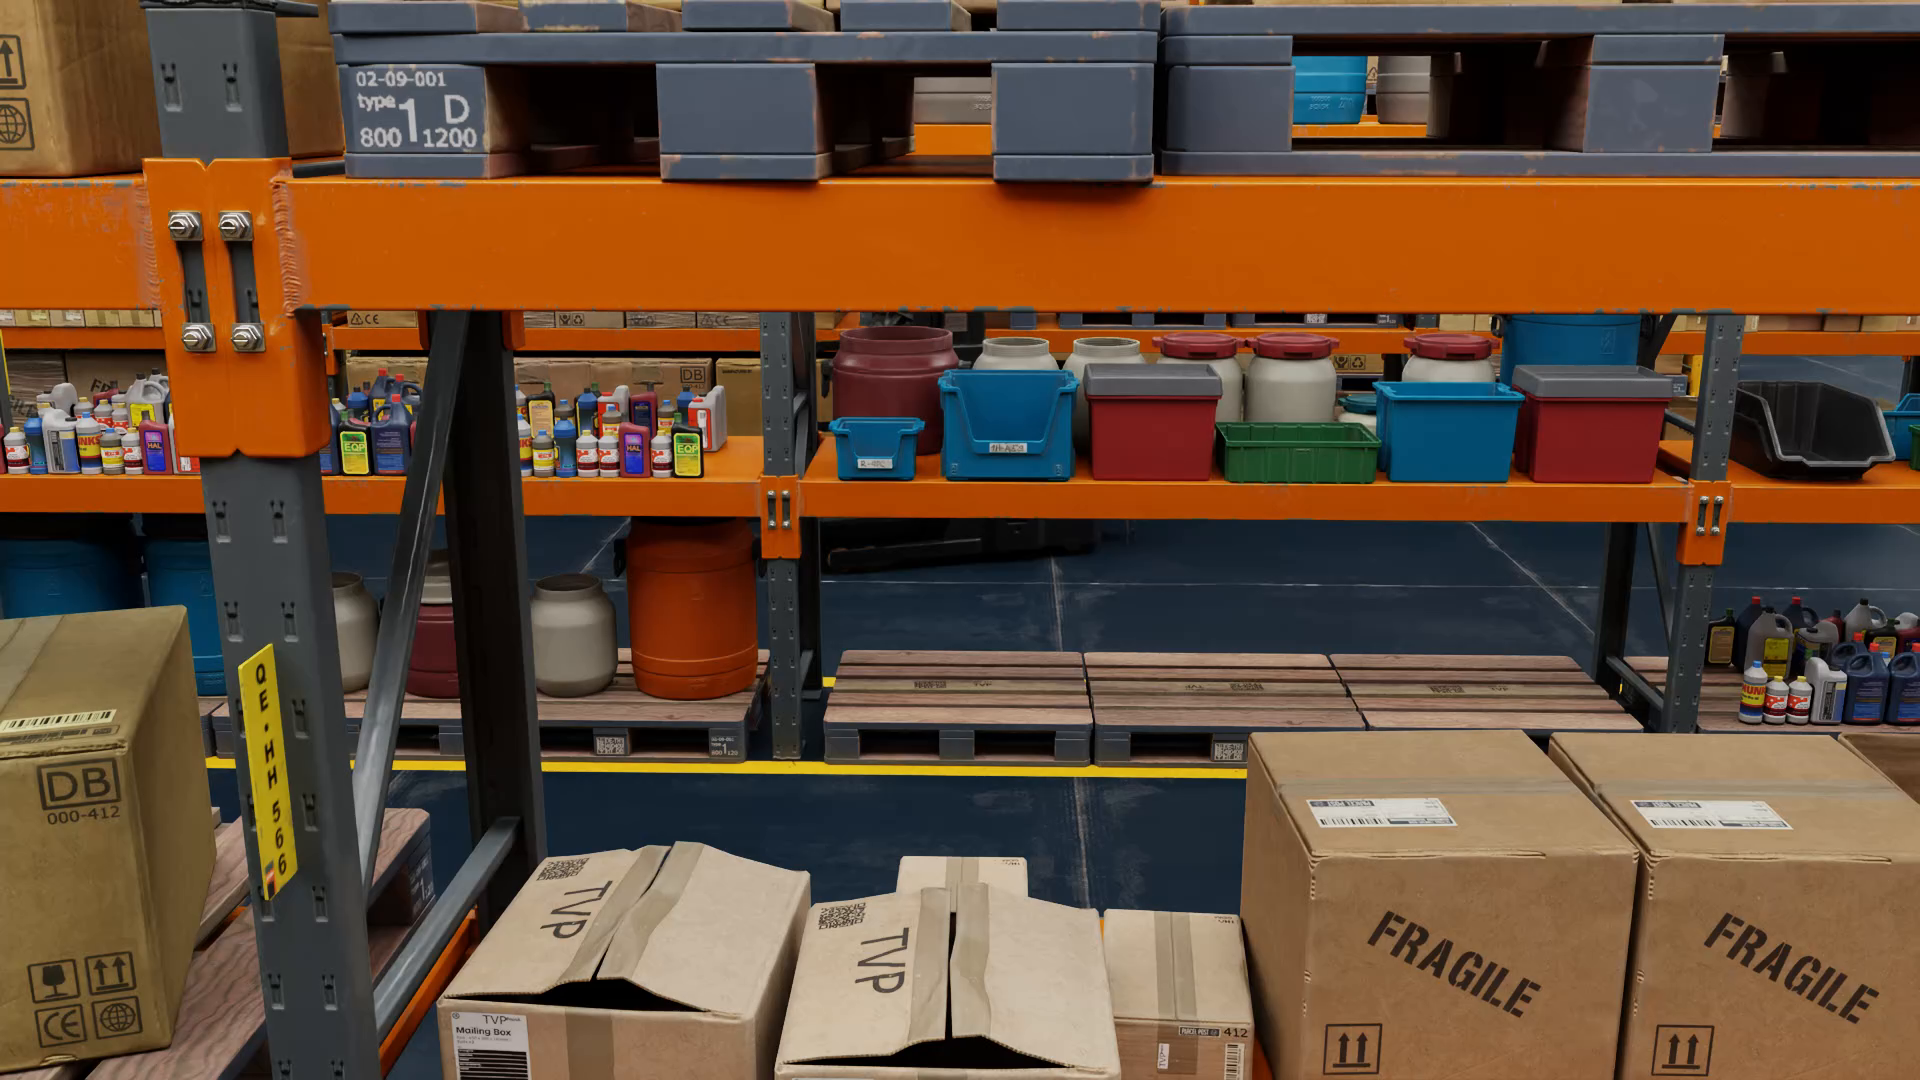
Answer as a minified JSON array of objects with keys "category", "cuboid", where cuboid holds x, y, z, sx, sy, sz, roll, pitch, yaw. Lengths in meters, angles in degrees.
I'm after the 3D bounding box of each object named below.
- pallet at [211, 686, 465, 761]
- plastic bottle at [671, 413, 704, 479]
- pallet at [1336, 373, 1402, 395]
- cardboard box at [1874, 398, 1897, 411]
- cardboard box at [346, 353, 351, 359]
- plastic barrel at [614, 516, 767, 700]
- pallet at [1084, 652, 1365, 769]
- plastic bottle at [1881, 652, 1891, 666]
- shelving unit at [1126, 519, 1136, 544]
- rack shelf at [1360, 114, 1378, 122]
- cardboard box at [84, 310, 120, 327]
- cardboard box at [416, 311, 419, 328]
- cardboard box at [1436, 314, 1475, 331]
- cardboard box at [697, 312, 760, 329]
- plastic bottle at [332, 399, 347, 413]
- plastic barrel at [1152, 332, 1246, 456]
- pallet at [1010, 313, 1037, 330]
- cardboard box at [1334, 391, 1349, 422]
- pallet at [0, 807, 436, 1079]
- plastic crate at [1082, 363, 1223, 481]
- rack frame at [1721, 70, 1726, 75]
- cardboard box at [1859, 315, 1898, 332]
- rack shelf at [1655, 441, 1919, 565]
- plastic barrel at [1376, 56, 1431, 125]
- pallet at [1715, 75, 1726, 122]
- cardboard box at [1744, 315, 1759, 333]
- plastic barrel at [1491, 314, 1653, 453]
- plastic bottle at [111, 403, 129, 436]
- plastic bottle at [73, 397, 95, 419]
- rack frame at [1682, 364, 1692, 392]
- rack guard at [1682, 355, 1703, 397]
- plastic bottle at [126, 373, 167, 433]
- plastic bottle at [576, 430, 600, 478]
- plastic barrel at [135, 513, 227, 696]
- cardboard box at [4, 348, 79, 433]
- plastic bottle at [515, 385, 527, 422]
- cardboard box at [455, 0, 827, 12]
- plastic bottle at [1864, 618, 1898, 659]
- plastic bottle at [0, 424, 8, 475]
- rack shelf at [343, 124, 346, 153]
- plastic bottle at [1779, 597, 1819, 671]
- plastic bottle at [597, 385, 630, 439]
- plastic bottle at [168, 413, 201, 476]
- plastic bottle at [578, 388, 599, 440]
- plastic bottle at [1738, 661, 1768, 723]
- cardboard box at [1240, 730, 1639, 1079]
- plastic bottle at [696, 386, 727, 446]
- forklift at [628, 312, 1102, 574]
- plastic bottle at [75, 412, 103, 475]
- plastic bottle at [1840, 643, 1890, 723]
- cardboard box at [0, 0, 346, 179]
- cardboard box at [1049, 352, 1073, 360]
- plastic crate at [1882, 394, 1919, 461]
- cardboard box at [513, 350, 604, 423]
[{"category":"pallet","cuboid":[-2.779,0.770,8.007,1.213,0.211,1.003,0,15,1]},{"category":"plastic bottle","cuboid":[-1.189,-0.412,7.252,0.133,0.283,0.061,0,15,1]},{"category":"pallet","cuboid":[4.338,-1.703,17.381,1.213,0.211,1.003,0,15,1]},{"category":"cardboard box","cuboid":[6.727,-0.789,12.526,0.500,0.500,0.500,3,15,12]},{"category":"cardboard box","cuboid":[-6.354,-1.887,17.379,0.250,0.149,0.380,0,15,1]},{"category":"plastic barrel","cuboid":[-1.263,0.272,7.858,0.708,0.830,0.600,0,15,1]},{"category":"pallet","cuboid":[1.216,0.797,7.906,1.213,0.211,1.003,0,15,1]},{"category":"plastic bottle","cuboid":[4.170,0.639,7.525,0.097,0.271,0.097,0,15,0]},{"category":"shelving unit","cuboid":[1.050,-0.514,11.228,0.252,1.050,0.215,6,16,22]},{"category":"rack shelf","cuboid":[1.352,-2.928,12.087,4.000,0.370,1.077,0,15,1]},{"category":"cardboard box","cuboid":[-6.244,-1.669,12.280,0.250,0.149,0.380,0,15,1]},{"category":"cardboard box","cuboid":[-3.690,-1.843,12.248,0.500,0.500,0.500,0,15,2]},{"category":"cardboard box","cuboid":[3.559,-1.612,12.064,0.250,0.149,0.380,0,15,1]},{"category":"cardboard box","cuboid":[-1.645,-1.831,12.205,0.500,0.500,0.500,0,15,1]},{"category":"plastic bottle","cuboid":[-3.018,-0.583,8.059,0.097,0.201,0.097,0,15,0]},{"category":"plastic barrel","cuboid":[1.108,-0.684,7.788,0.433,0.535,0.433,0,15,0]},{"category":"pallet","cuboid":[0.068,-1.768,12.537,1.003,0.211,1.213,0,15,1]},{"category":"cardboard box","cuboid":[2.738,-0.826,12.627,0.500,0.500,0.700,-1,15,-3]},{"category":"pallet","cuboid":[-1.583,0.794,2.825,1.003,0.211,1.213,0,15,1]},{"category":"plastic crate","cuboid":[0.834,-0.517,7.296,0.583,0.464,0.402,0,15,1]},{"category":"rack frame","cuboid":[3.225,-3.450,6.775,0.127,3.000,1.000,0,15,1]},{"category":"cardboard box","cuboid":[6.559,-1.604,12.032,0.250,0.149,0.380,0,15,1]},{"category":"rack shelf","cuboid":[5.224,-0.188,7.583,4.000,0.370,1.077,0,15,1]},{"category":"plastic barrel","cuboid":[2.057,-2.194,6.913,0.600,0.901,0.600,0,15,0]},{"category":"pallet","cuboid":[3.949,-1.928,7.259,1.003,0.211,1.213,0,15,1]},{"category":"cardboard box","cuboid":[5.558,-1.597,12.004,0.250,0.149,0.380,0,15,1]},{"category":"plastic barrel","cuboid":[2.847,-0.871,7.779,0.708,0.901,0.600,0,15,1]},{"category":"plastic bottle","cuboid":[-3.989,-0.551,7.936,0.097,0.201,0.097,0,15,0]},{"category":"plastic bottle","cuboid":[-4.253,-0.591,8.090,0.097,0.201,0.097,0,15,0]},{"category":"rack frame","cuboid":[7.578,-3.050,17.021,0.127,3.000,1.000,0,15,1]},{"category":"rack guard","cuboid":[7.602,-1.841,17.340,0.348,0.500,1.175,0,15,1]},{"category":"plastic bottle","cuboid":[-3.849,-0.618,7.899,0.185,0.351,0.144,0,15,1]},{"category":"plastic bottle","cuboid":[-1.632,-0.380,7.291,0.097,0.201,0.097,0,15,0]},{"category":"plastic barrel","cuboid":[-3.521,0.223,7.905,0.708,0.901,0.600,0,15,1]},{"category":"cardboard box","cuboid":[-7.093,-1.076,12.881,0.875,0.875,0.875,0,15,1]},{"category":"plastic bottle","cuboid":[-2.140,-0.611,8.029,0.097,0.271,0.097,0,15,0]},{"category":"cardboard box","cuboid":[-0.449,-0.904,2.478,0.500,0.250,0.500,-1,15,-3]},{"category":"plastic bottle","cuboid":[4.414,0.512,7.981,0.133,0.283,0.061,0,15,1]},{"category":"plastic bottle","cuboid":[-4.283,-0.433,7.328,0.133,0.283,0.061,0,15,1]},{"category":"rack shelf","cuboid":[-2.773,-1.691,7.398,4.000,0.370,1.077,0,15,1]},{"category":"plastic bottle","cuboid":[4.068,0.451,8.080,0.185,0.351,0.144,0,15,-1]},{"category":"plastic bottle","cuboid":[-1.660,-0.603,7.990,0.135,0.276,0.152,0,15,1]},{"category":"plastic bottle","cuboid":[-3.394,-0.435,7.351,0.135,0.276,0.152,0,15,1]},{"category":"plastic bottle","cuboid":[-1.777,-0.593,7.961,0.097,0.271,0.097,0,15,0]},{"category":"plastic bottle","cuboid":[3.533,0.671,7.401,0.097,0.271,0.097,0,15,0]},{"category":"cardboard box","cuboid":[0.774,0.647,2.813,0.500,0.500,0.500,0,15,-2]},{"category":"plastic bottle","cuboid":[-1.198,-0.600,7.978,0.135,0.276,0.152,0,15,1]},{"category":"forklift","cuboid":[-0.633,-1.351,10.715,3.031,2.935,1.130,-4,15,-16]},{"category":"plastic bottle","cuboid":[-3.838,-0.429,7.337,0.097,0.271,0.097,0,15,0]},{"category":"plastic bottle","cuboid":[4.021,0.630,7.401,0.185,0.351,0.144,1,15,3]},{"category":"cardboard box","cuboid":[-1.341,-0.805,2.434,0.500,0.500,0.910,0,15,1]},{"category":"cardboard box","cuboid":[1.061,-2.186,17.332,0.750,0.750,1.050,1,15,2]},{"category":"plastic crate","cuboid":[4.338,-0.539,7.795,0.616,0.251,0.499,0,15,1]},{"category":"cardboard box","cuboid":[-3.112,-1.035,12.726,0.875,0.875,1.225,0,15,-1]}]
